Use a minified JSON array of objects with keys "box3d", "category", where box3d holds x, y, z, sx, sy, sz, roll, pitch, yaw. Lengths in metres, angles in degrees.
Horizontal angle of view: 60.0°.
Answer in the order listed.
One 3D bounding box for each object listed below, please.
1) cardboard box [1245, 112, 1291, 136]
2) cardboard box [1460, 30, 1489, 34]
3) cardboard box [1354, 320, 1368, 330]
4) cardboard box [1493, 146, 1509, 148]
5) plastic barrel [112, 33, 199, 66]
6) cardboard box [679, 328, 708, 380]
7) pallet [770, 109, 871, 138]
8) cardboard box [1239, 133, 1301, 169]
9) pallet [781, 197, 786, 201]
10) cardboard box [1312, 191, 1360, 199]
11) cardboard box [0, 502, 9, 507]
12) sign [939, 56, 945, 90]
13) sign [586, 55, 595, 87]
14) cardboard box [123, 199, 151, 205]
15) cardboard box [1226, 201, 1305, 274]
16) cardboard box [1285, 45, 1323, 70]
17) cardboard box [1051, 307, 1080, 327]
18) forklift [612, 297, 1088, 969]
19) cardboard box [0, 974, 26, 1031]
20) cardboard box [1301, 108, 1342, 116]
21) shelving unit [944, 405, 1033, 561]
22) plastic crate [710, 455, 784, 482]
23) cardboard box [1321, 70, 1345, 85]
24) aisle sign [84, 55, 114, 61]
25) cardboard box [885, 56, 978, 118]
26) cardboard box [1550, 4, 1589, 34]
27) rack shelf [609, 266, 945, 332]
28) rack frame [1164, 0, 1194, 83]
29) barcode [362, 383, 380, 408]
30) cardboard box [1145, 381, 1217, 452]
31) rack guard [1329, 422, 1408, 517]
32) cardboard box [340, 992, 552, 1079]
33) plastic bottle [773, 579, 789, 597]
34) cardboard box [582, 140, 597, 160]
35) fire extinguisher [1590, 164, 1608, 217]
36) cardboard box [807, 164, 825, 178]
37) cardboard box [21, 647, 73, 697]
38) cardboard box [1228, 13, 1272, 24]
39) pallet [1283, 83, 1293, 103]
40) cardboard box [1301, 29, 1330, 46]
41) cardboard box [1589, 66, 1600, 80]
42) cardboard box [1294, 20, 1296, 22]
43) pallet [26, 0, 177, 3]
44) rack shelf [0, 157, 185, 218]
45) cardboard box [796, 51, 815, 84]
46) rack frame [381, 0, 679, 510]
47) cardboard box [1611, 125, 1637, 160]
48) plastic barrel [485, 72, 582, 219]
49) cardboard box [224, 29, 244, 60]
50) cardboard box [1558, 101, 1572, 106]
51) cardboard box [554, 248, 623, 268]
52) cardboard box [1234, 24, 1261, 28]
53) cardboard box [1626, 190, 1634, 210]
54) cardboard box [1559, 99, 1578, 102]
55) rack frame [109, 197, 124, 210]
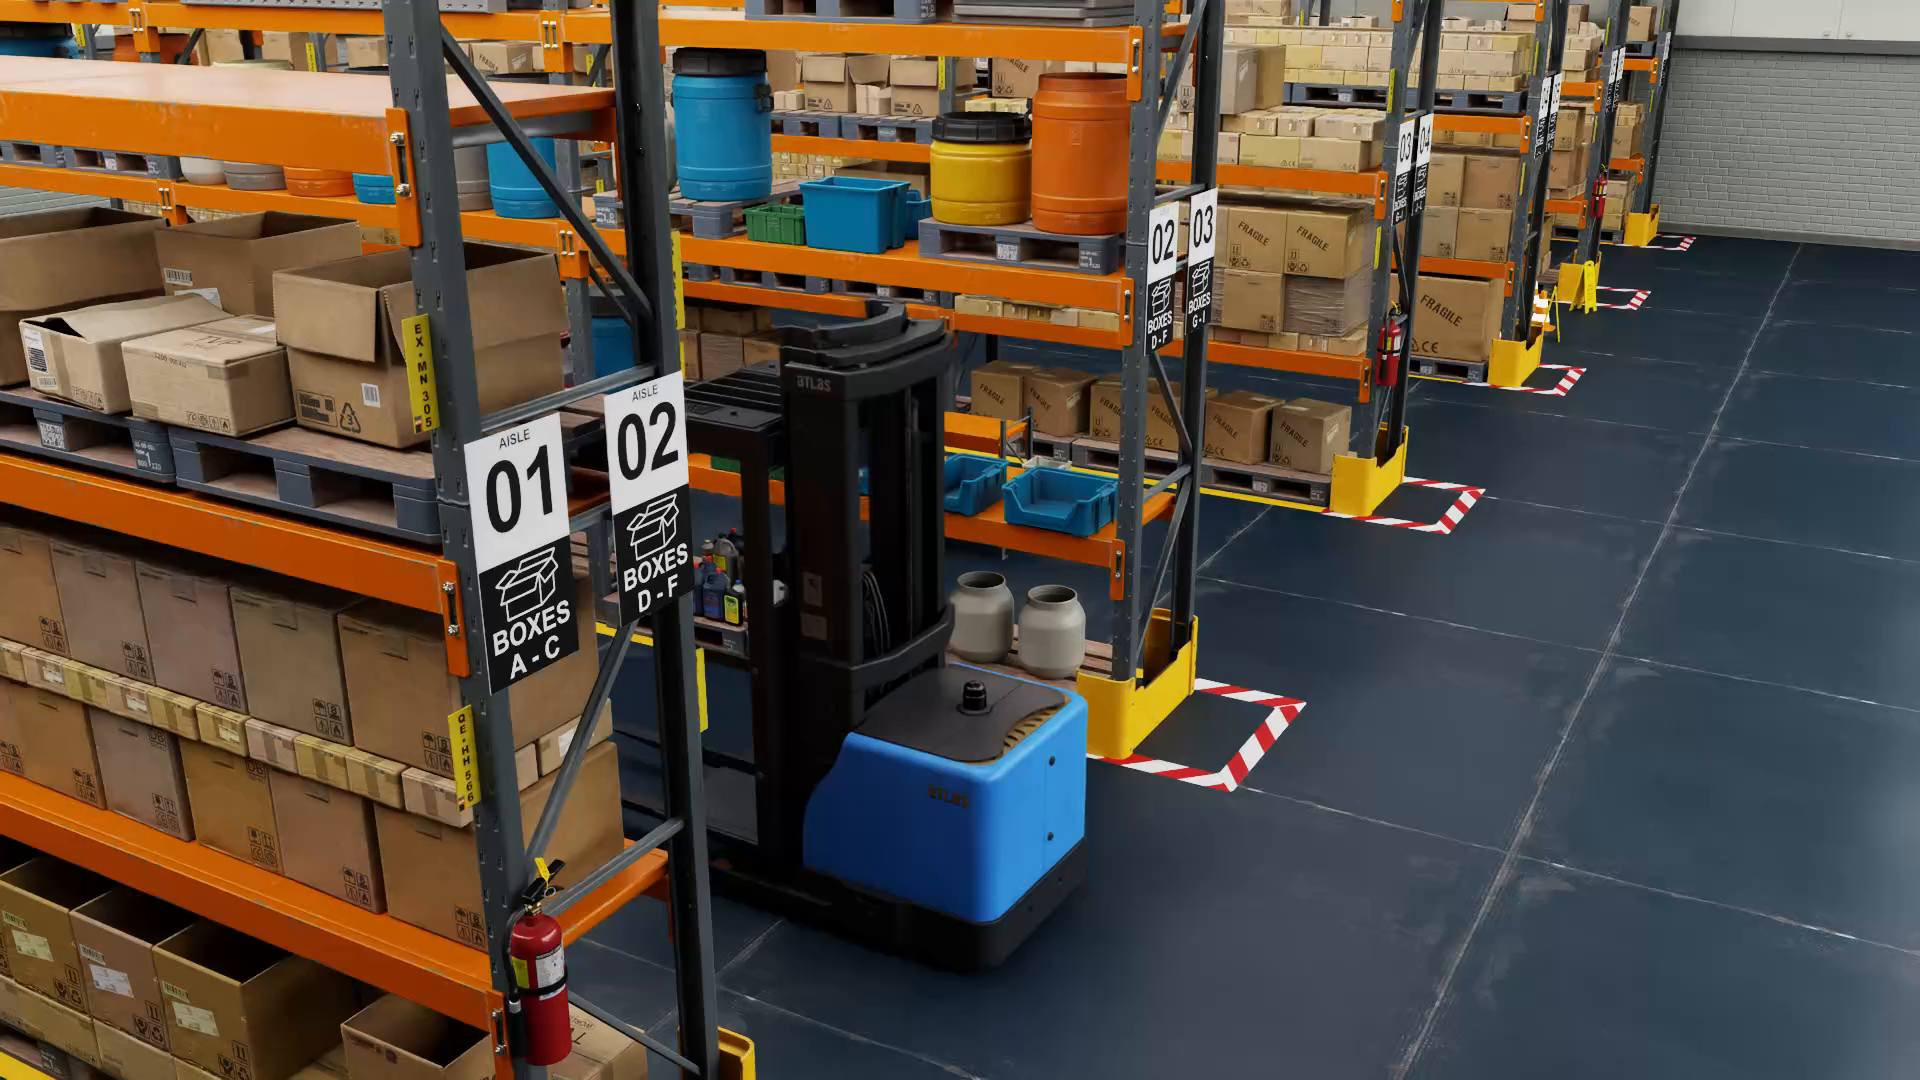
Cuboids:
[{"box3d":[2.513,-3.391,13.550,0.250,0.149,0.380,11,23,28],"category":"cardboard box"},{"box3d":[5.530,-5.390,17.864,0.250,0.149,0.380,10,22,27],"category":"cardboard box"},{"box3d":[3.468,-1.785,14.255,0.250,0.149,0.380,11,23,27],"category":"cardboard box"},{"box3d":[7.391,-5.015,22.208,0.500,0.500,0.500,11,23,27],"category":"cardboard box"},{"box3d":[-6.293,-3.545,13.095,0.708,0.830,0.600,11,23,27],"category":"plastic barrel"},{"box3d":[-2.789,-2.041,17.614,0.500,0.500,0.700,10,22,24],"category":"cardboard box"},{"box3d":[-1.285,-4.078,16.084,1.003,0.211,1.213,11,23,27],"category":"pallet"},{"box3d":[2.619,-3.211,13.639,0.500,0.250,0.500,11,23,28],"category":"cardboard box"},{"box3d":[-2.624,-4.802,22.485,1.213,0.211,1.003,11,23,27],"category":"pallet"},{"box3d":[4.329,-4.143,18.584,0.500,0.550,0.875,11,23,27],"category":"cardboard box"},{"box3d":[-3.893,-0.003,6.925,0.500,0.500,0.700,11,23,27],"category":"cardboard box"},{"box3d":[-0.159,-4.122,14.596,0.005,0.325,0.100,11,23,27],"category":"sign"},{"box3d":[-3.661,-4.642,16.489,0.005,0.325,0.100,11,23,27],"category":"sign"},{"box3d":[-10.080,-4.355,20.755,0.500,0.250,0.500,10,22,26],"category":"cardboard box"},{"box3d":[2.561,-2.541,13.922,0.500,0.500,0.500,11,23,27],"category":"cardboard box"},{"box3d":[3.788,-5.302,18.204,0.500,0.250,0.500,11,22,27],"category":"cardboard box"},{"box3d":[1.015,-2.035,14.945,0.250,0.149,0.380,11,23,27],"category":"cardboard box"},{"box3d":[-0.888,0.267,8.332,3.031,2.935,1.130,12,23,29],"category":"forklift"},{"box3d":[-4.035,1.846,7.294,0.500,0.250,0.500,11,23,27],"category":"cardboard box"},{"box3d":[3.014,-3.504,13.861,0.250,0.149,0.380,10,22,26],"category":"cardboard box"},{"box3d":[-0.006,-0.530,13.176,1.048,1.125,0.538,11,23,27],"category":"shelving unit"},{"box3d":[-1.259,-0.566,10.837,0.662,0.188,0.450,11,23,27],"category":"plastic crate"},{"box3d":[4.096,-5.031,18.044,0.250,0.149,0.380,11,23,28],"category":"cardboard box"},{"box3d":[-10.577,-5.590,20.565,0.004,0.787,0.394,11,23,27],"category":"aisle sign"},{"box3d":[-0.253,-4.214,15.416,0.637,0.503,0.797,10,22,25],"category":"cardboard box"},{"box3d":[9.501,-8.116,26.032,0.500,0.500,0.700,11,23,28],"category":"cardboard box"},{"box3d":[-1.637,-2.444,16.760,4.000,0.370,1.077,11,23,27],"category":"rack shelf"},{"box3d":[2.616,-6.730,18.721,0.127,3.000,1.000,11,23,27],"category":"rack frame"},{"box3d":[-1.732,-0.426,4.890,0.075,0.075,0.001,11,23,27],"category":"barcode"},{"box3d":[1.988,-1.115,15.089,0.500,0.500,0.500,13,24,32],"category":"cardboard box"},{"box3d":[3.535,-0.622,14.347,0.348,0.500,1.175,11,23,27],"category":"rack guard"},{"box3d":[-1.847,1.906,6.029,0.500,0.500,0.500,11,23,27],"category":"cardboard box"},{"box3d":[-1.218,0.410,11.186,0.135,0.276,0.152,11,23,27],"category":"plastic bottle"},{"box3d":[-4.928,-5.423,23.334,0.500,0.500,0.500,11,23,27],"category":"cardboard box"},{"box3d":[8.309,-4.542,21.602,0.183,0.674,0.296,11,23,27],"category":"fire extinguisher"},{"box3d":[-1.763,-4.785,21.472,0.250,0.149,0.380,12,23,29],"category":"cardboard box"},{"box3d":[-3.458,0.462,6.594,0.250,0.149,0.380,10,22,26],"category":"cardboard box"},{"box3d":[4.187,-7.468,24.027,0.500,0.250,0.500,10,22,26],"category":"cardboard box"},{"box3d":[3.325,-5.139,18.864,1.213,0.211,1.003,11,23,27],"category":"pallet"},{"box3d":[3.880,-5.448,18.023,0.250,0.149,0.380,11,23,27],"category":"cardboard box"},{"box3d":[8.303,-6.179,21.969,0.250,0.149,0.380,11,23,27],"category":"cardboard box"},{"box3d":[5.763,-8.757,28.289,0.250,0.166,0.380,11,23,27],"category":"cardboard box"},{"box3d":[-6.413,-4.313,12.922,1.003,0.211,1.213,11,23,27],"category":"pallet"},{"box3d":[-7.545,-3.045,14.017,4.000,0.370,1.077,11,23,27],"category":"rack shelf"},{"box3d":[-1.941,-6.131,21.321,0.500,0.500,0.500,11,23,27],"category":"cardboard box"},{"box3d":[-1.234,-1.656,4.735,0.127,3.000,1.000,11,23,27],"category":"rack frame"},{"box3d":[10.294,-6.264,26.088,0.500,0.500,0.500,10,22,26],"category":"cardboard box"},{"box3d":[-2.856,-2.641,11.113,0.708,0.901,0.600,11,23,27],"category":"plastic barrel"},{"box3d":[-8.055,-5.685,19.330,0.500,0.500,0.700,12,23,30],"category":"cardboard box"},{"box3d":[9.501,-6.843,26.296,0.250,0.149,0.380,11,23,29],"category":"cardboard box"},{"box3d":[-3.935,-3.170,17.560,0.500,0.500,0.500,12,23,29],"category":"cardboard box"},{"box3d":[3.311,-5.813,19.029,0.250,0.149,0.380,11,23,27],"category":"cardboard box"},{"box3d":[10.542,-5.493,26.793,0.500,0.250,0.500,11,23,28],"category":"cardboard box"},{"box3d":[9.762,-7.000,26.729,0.250,0.149,0.380,12,23,29],"category":"cardboard box"},{"box3d":[-10.367,-4.446,21.222,0.127,3.000,1.000,11,23,27],"category":"rack frame"}]
